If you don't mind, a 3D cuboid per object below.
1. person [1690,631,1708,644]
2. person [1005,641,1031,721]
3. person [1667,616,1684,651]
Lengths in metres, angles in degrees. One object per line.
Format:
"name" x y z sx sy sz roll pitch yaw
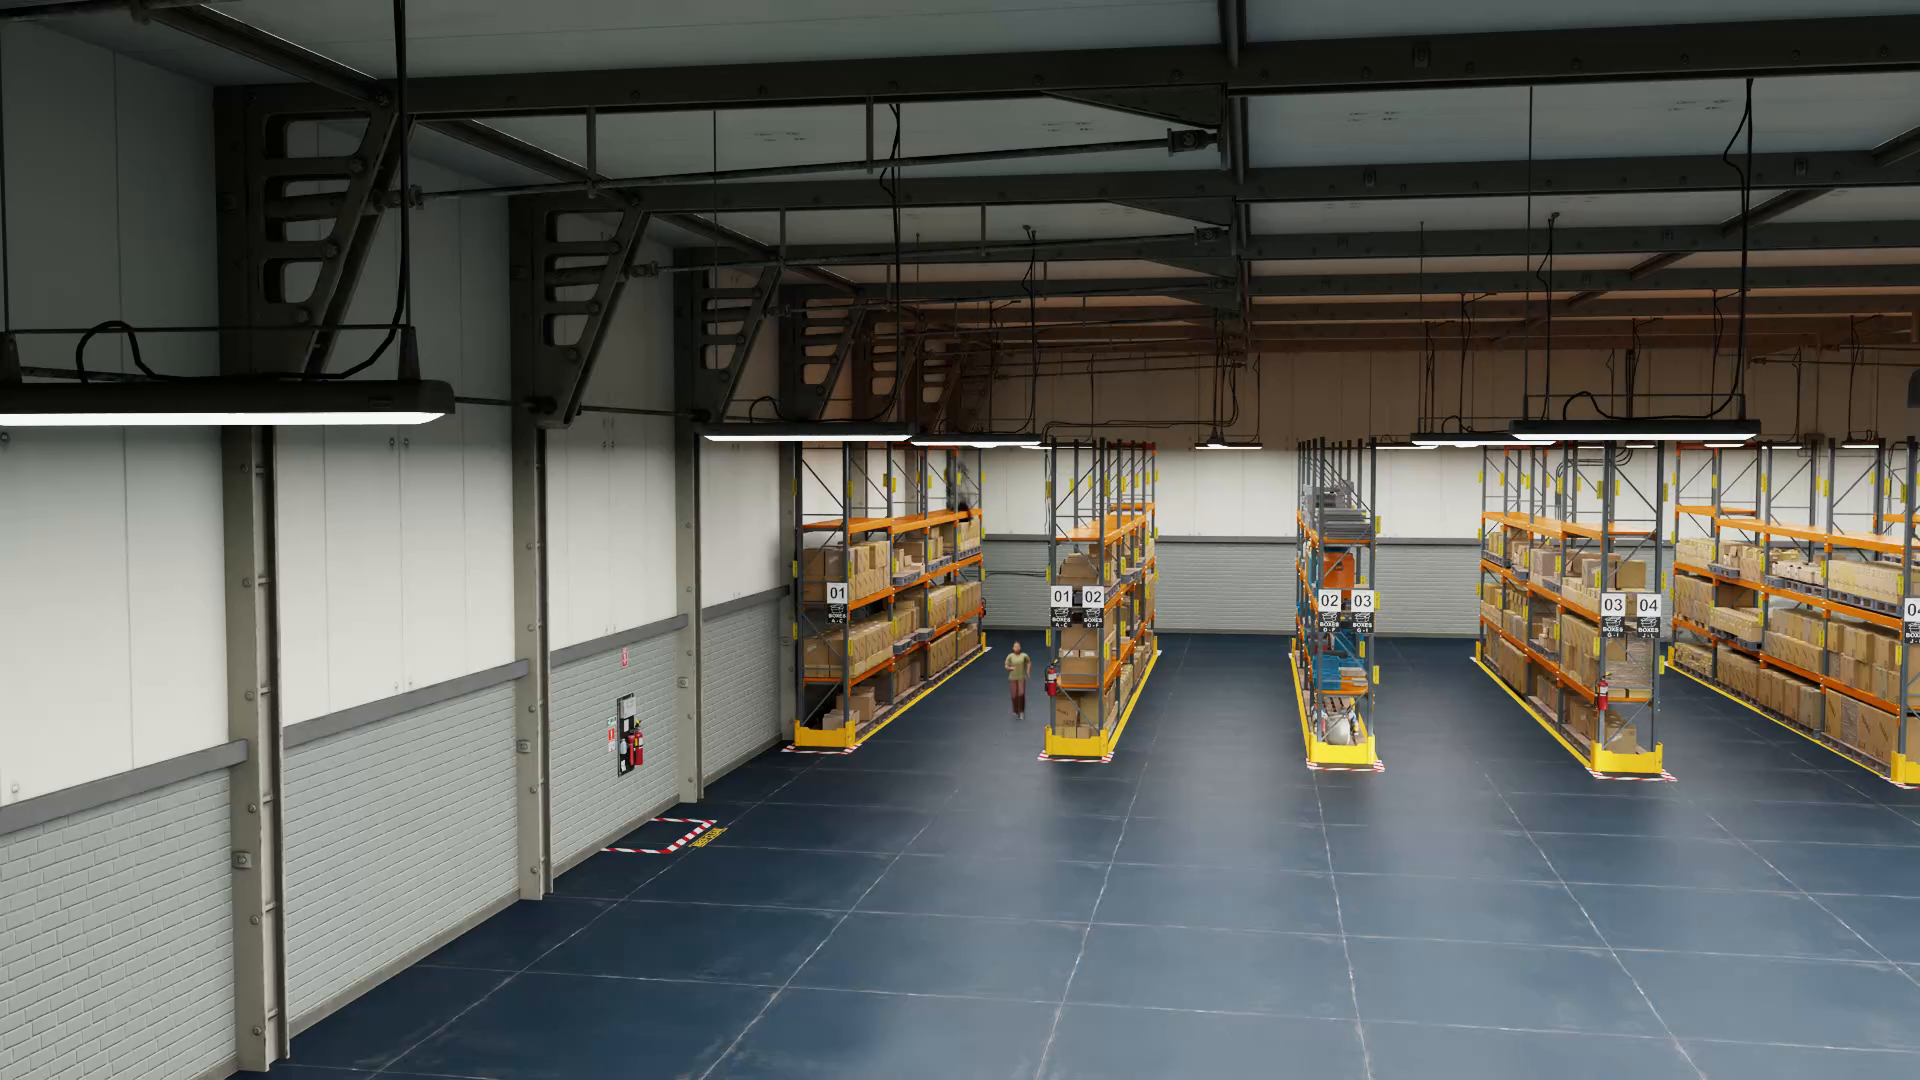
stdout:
"person" 20.296 2.404 45.567 0.986 1.761 0.691 0 3 1
"person" 1.234 3.005 35.585 0.546 1.685 0.685 0 3 5
"person" 19.761 2.447 45.907 0.573 1.698 0.791 3 4 41
